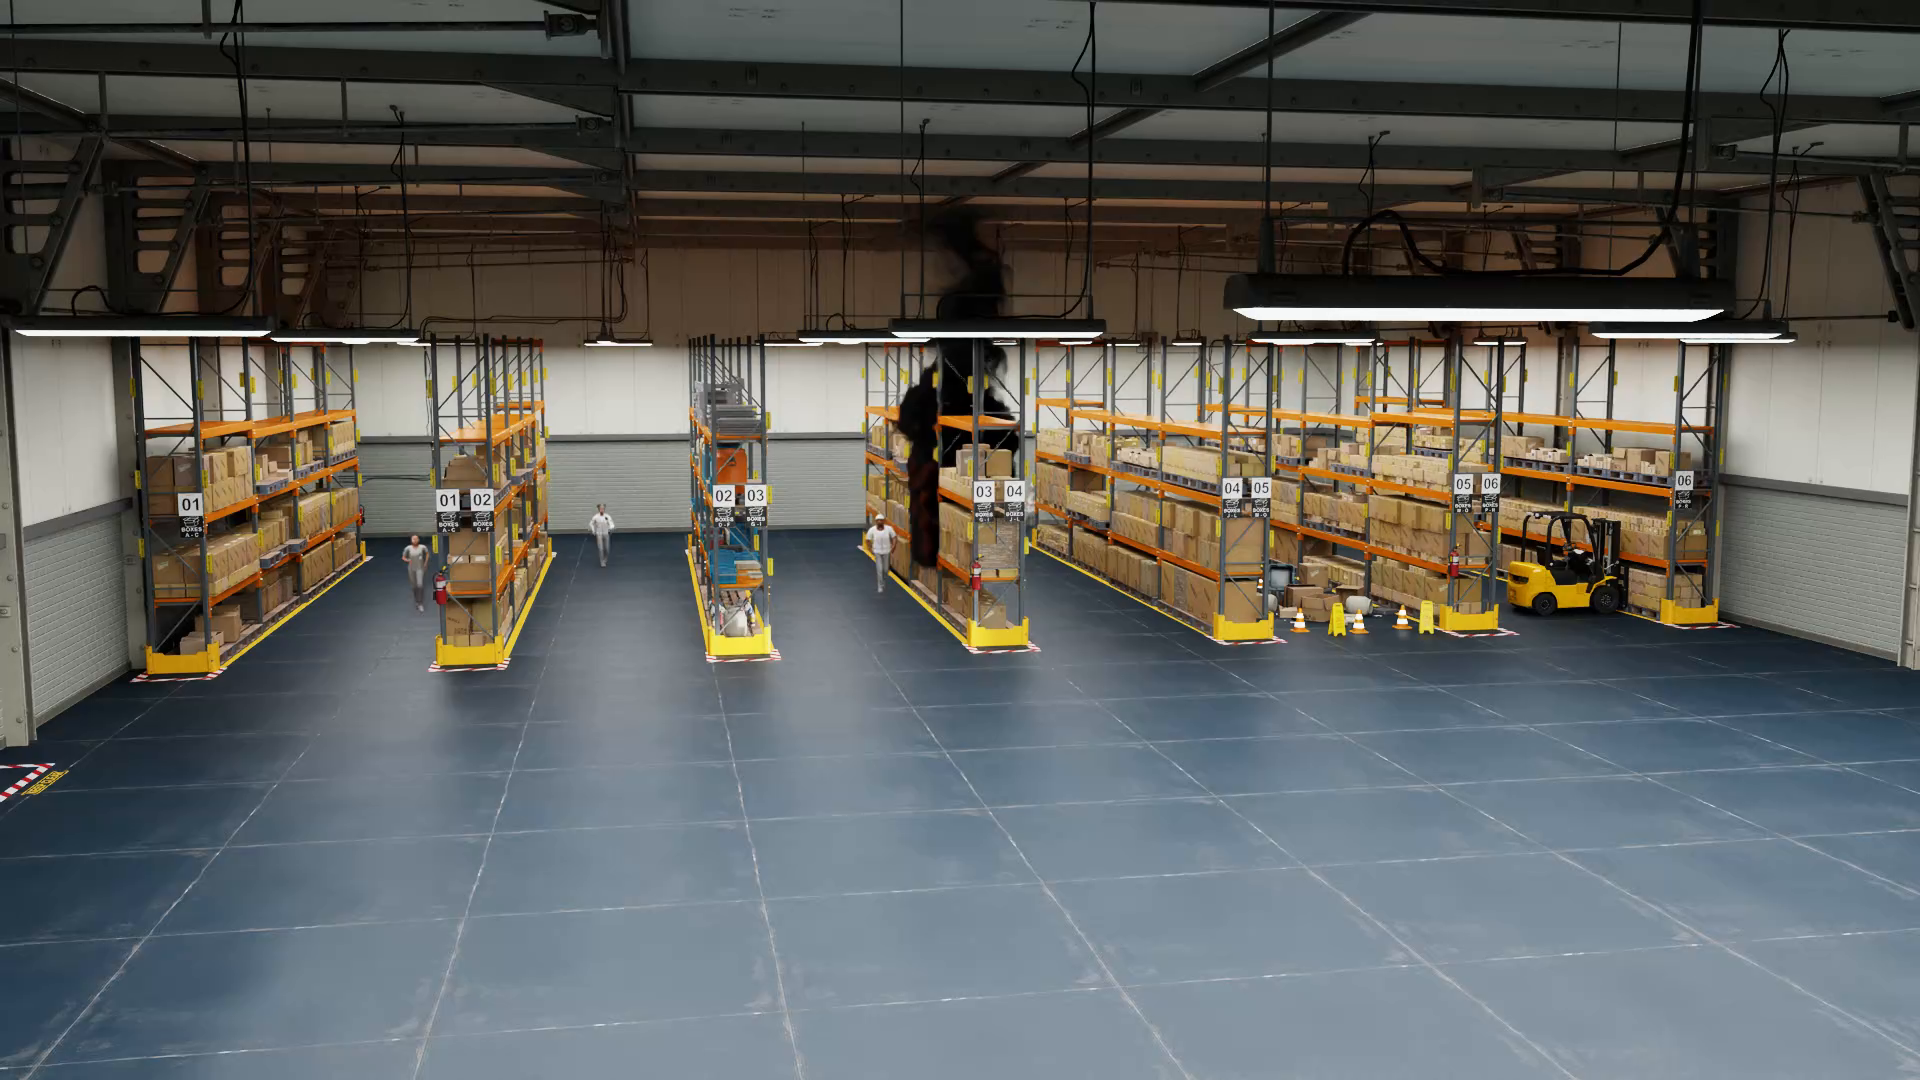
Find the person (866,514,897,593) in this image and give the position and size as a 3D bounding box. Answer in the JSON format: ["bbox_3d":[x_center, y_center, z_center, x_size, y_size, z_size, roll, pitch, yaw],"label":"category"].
[{"bbox_3d":[-1.782,0.281,37.496,0.682,1.760,0.656,-1,7,-7],"label":"person"}]

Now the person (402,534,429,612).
[{"bbox_3d":[-11.989,0.710,36.642,0.550,1.724,0.763,-1,7,-13],"label":"person"}]

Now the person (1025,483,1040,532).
[{"bbox_3d":[2.171,-0.855,49.915,0.945,1.762,0.671,-2,7,-15],"label":"person"}]

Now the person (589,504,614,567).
[{"bbox_3d":[-9.462,-0.139,43.962,0.626,1.661,0.785,-2,7,-18],"label":"person"}]

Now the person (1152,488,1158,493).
[{"bbox_3d":[5.994,-0.905,50.671,0.878,1.689,0.584,-2,7,-14],"label":"person"}]
